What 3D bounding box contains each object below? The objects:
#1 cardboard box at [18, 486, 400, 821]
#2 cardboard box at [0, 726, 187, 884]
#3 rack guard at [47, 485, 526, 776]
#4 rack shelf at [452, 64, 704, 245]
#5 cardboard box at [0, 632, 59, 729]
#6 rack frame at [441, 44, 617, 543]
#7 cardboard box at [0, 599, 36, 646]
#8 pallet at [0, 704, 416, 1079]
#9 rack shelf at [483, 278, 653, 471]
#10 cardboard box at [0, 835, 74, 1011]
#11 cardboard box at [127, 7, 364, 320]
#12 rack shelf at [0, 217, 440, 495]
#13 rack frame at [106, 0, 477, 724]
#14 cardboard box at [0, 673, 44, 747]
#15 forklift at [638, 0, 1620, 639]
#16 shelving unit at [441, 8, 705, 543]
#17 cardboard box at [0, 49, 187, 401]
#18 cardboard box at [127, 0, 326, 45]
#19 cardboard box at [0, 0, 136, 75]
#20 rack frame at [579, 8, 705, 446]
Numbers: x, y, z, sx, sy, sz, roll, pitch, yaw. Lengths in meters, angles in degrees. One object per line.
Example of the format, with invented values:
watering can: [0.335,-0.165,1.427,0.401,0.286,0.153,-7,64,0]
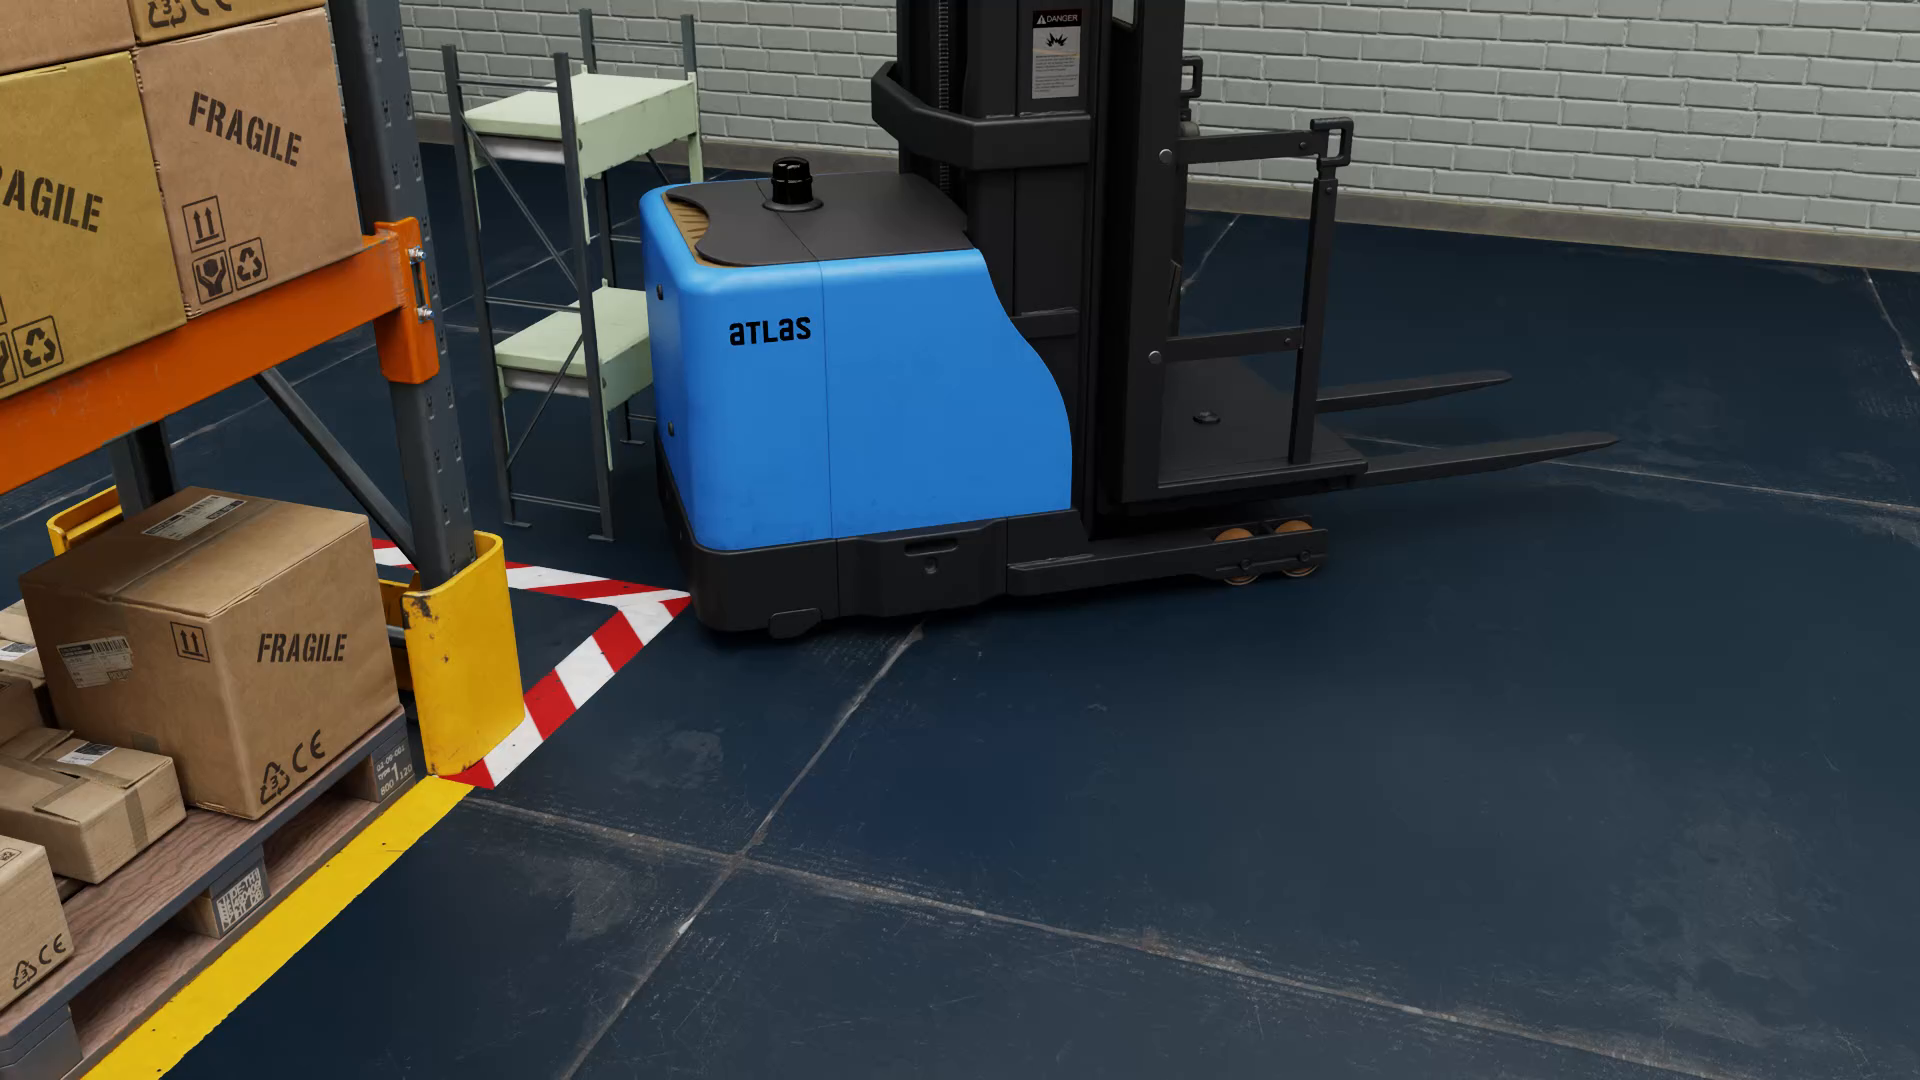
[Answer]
cardboard box: [-1.638,0.234,3.688,0.500,0.500,0.500,9,27,17]
cardboard box: [-1.858,0.537,3.444,0.380,0.166,0.250,9,27,17]
rack guard: [-1.715,0.204,4.255,1.175,0.500,0.348,9,27,17]
rack shelf: [-1.151,-1.200,5.112,0.431,0.370,0.720,9,27,18]
cardboard box: [-2.236,0.350,3.832,0.380,0.166,0.250,9,27,17]
rack frame: [-1.274,-0.699,4.972,0.400,1.500,0.023,9,27,18]
cardboard box: [-2.153,0.255,4.048,0.380,0.149,0.250,9,27,17]
pallet: [-1.979,0.662,3.641,1.003,0.211,1.213,9,27,17]
rack shelf: [-1.151,-0.555,5.424,0.431,0.370,0.720,9,27,18]
cardboard box: [-1.983,0.732,2.946,0.500,0.250,0.500,9,27,17]
cardboard box: [-1.582,-0.774,3.291,0.500,0.500,0.500,10,27,19]
rack shelf: [-2.355,0.193,2.234,1.077,0.370,4.000,9,27,17]
rack frame: [-1.690,-0.952,3.775,1.000,3.000,0.127,9,27,17]
cardboard box: [-2.305,0.475,3.477,0.500,0.250,0.500,9,27,17]
forklift: [0.604,-1.397,4.772,3.031,2.935,1.130,-7,27,-15]
shelving unit: [-1.151,-0.849,5.282,0.431,1.500,0.755,9,27,18]
cardboard box: [-1.751,-0.560,2.850,0.500,0.500,0.500,9,27,18]
cardboard box: [-1.579,-1.225,3.075,0.500,0.500,0.500,9,27,17]
cardboard box: [-1.746,-1.017,2.646,0.500,0.500,0.500,10,27,19]
rack frame: [-1.028,-0.999,5.592,0.400,1.500,0.023,9,27,18]
